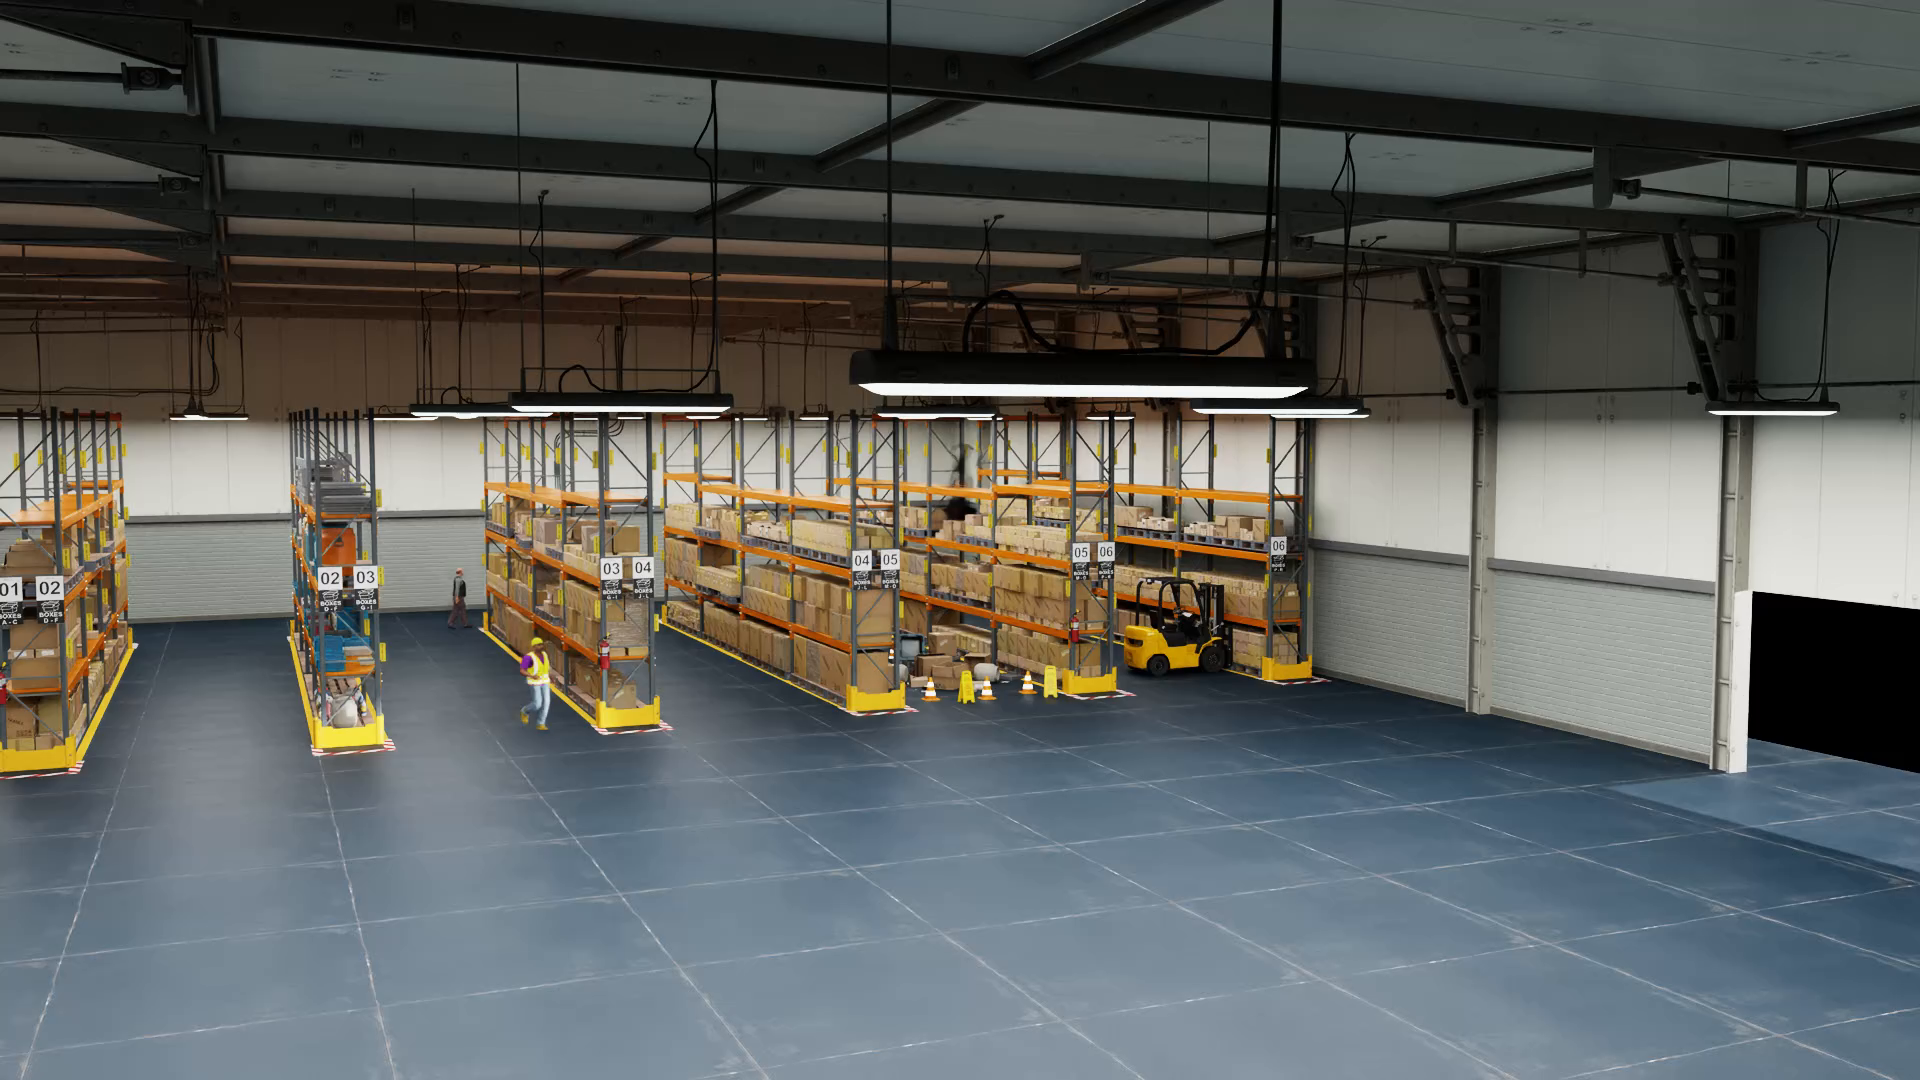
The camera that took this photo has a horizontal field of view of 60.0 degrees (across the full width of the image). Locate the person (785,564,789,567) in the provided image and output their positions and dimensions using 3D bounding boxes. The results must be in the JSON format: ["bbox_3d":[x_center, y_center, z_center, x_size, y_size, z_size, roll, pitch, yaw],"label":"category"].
[{"bbox_3d":[-4.912,1.551,47.066,0.671,1.731,0.677,4,5,41],"label":"person"}]

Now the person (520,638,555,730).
[{"bbox_3d":[-7.920,2.680,31.101,0.687,1.728,0.699,3,5,37],"label":"person"}]

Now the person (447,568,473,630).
[{"bbox_3d":[-13.957,1.630,46.386,0.709,1.713,0.681,-1,4,-19],"label":"person"}]
